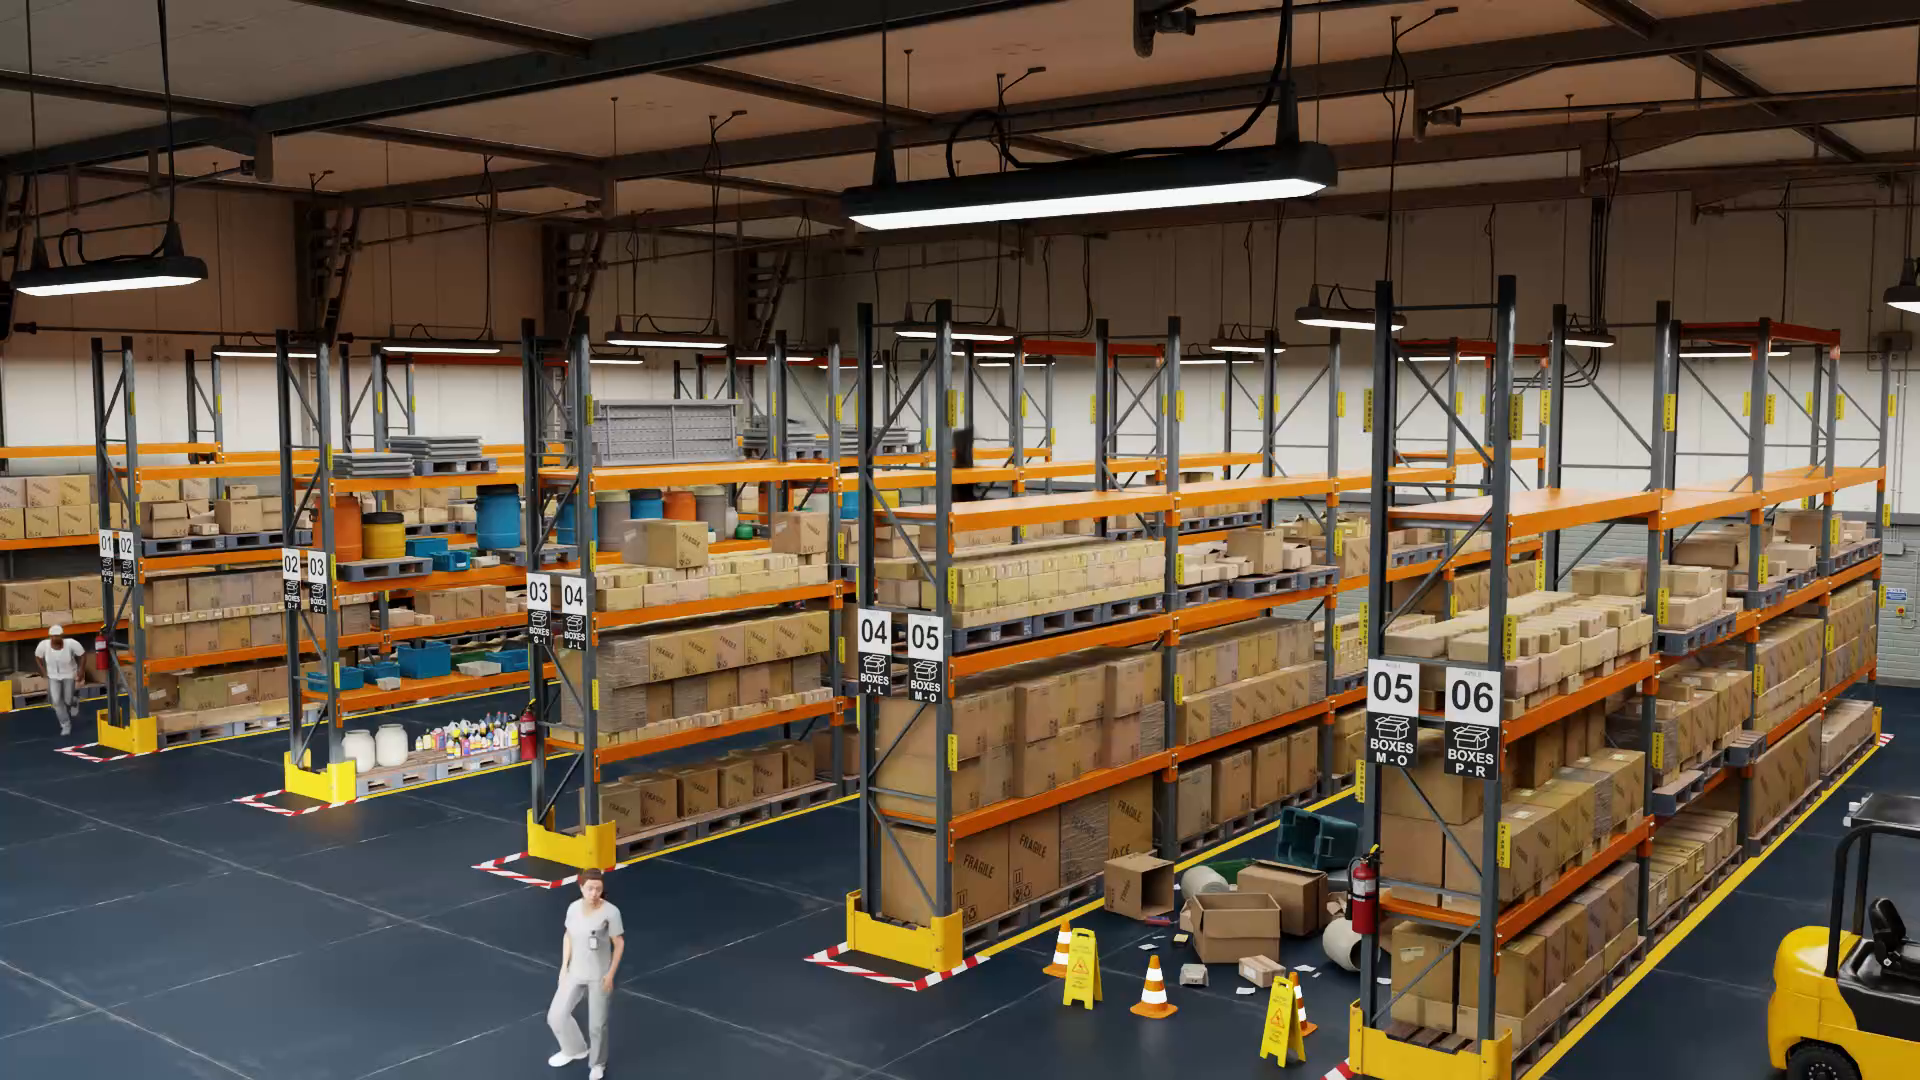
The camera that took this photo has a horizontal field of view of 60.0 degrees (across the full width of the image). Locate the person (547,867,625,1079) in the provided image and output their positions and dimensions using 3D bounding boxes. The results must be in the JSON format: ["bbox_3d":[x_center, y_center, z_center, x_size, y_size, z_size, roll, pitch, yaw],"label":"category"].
[{"bbox_3d":[-2.842,3.263,12.480,0.698,1.640,0.540,1,5,12],"label":"person"}]

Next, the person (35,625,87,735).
[{"bbox_3d":[-13.795,2.120,25.566,0.697,1.702,0.912,-1,5,-10],"label":"person"}]
